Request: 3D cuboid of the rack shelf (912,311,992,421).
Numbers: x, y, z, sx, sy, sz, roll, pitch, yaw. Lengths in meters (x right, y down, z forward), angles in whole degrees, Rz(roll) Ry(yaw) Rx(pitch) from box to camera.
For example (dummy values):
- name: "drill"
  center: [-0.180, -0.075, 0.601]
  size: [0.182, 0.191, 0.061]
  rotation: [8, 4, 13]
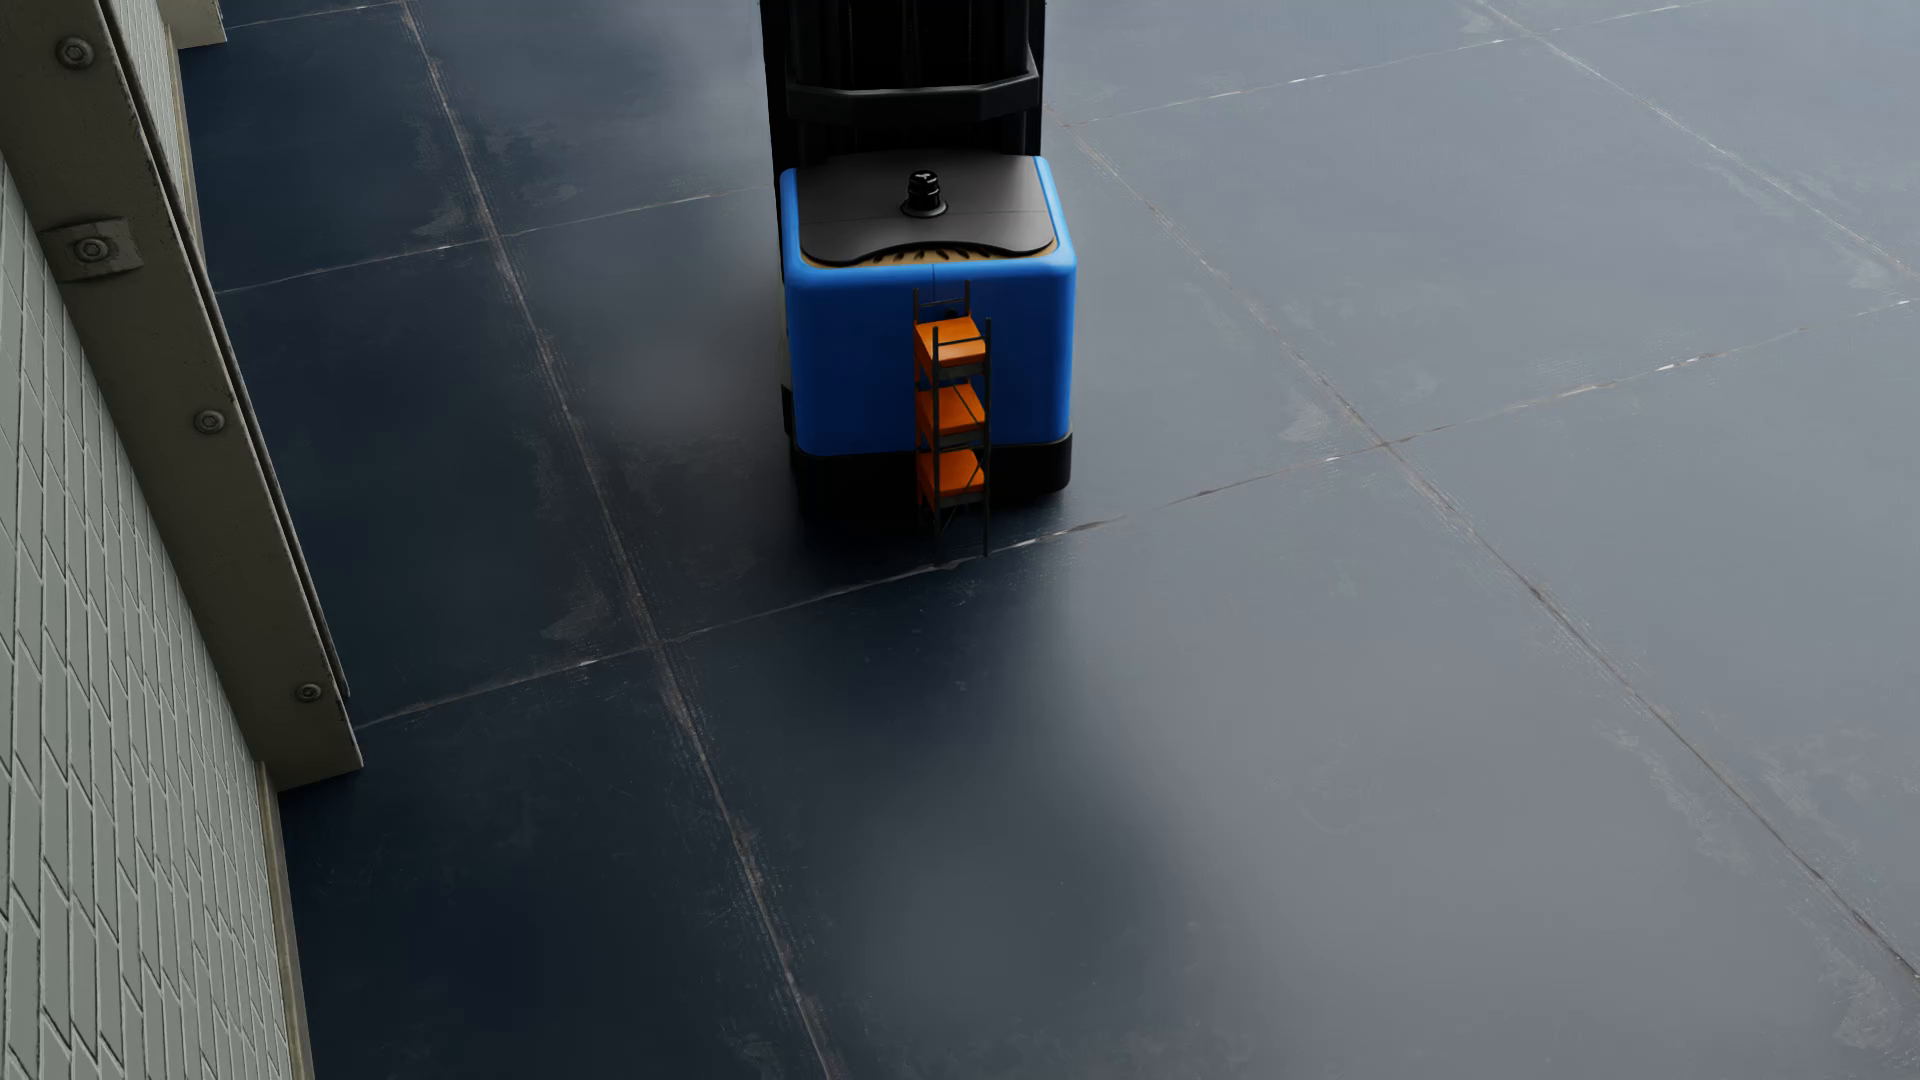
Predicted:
- name: "rack shelf"
  center: [-0.028, -0.601, 5.725]
  size: [0.215, 0.259, 0.240]
  rotation: [-11, 42, -12]

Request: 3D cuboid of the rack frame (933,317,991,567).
- name: "rack frame"
  center: [0.007, -0.318, 5.814]
  size: [0.200, 1.050, 0.008]
  rotation: [-11, 42, -12]

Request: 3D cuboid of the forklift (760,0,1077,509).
- name: "forklift"
  center: [-0.243, -2.185, 6.543]
  size: [1.130, 2.935, 3.031]
  rotation: [-4, 41, -5]

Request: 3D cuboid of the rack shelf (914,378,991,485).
- name: "rack shelf"
  center: [-0.028, -0.386, 5.910]
  size: [0.215, 0.259, 0.240]
  rotation: [-11, 42, -12]

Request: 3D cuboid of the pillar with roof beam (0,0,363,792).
- name: "pillar with roof beam"
  center: [1.825, -3.829, 3.800]
  size: [9.100, 9.000, 0.400]
  rotation: [-15, 43, -17]

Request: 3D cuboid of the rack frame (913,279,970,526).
- name: "rack frame"
  center: [-0.062, -0.470, 5.992]
  size: [0.200, 1.050, 0.008]
  rotation: [-11, 42, -12]

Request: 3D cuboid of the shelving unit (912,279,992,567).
- name: "shelving unit"
  center: [-0.028, -0.394, 5.903]
  size: [0.215, 1.050, 0.252]
  rotation: [-11, 42, -12]

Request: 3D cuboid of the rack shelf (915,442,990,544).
- name: "rack shelf"
  center: [-0.028, -0.175, 6.091]
  size: [0.215, 0.259, 0.240]
  rotation: [-11, 42, -12]

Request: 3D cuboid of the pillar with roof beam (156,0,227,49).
- name: "pillar with roof beam"
  center: [-0.471, -7.443, 8.004]
  size: [9.100, 9.000, 0.400]
  rotation: [-15, 43, -17]
